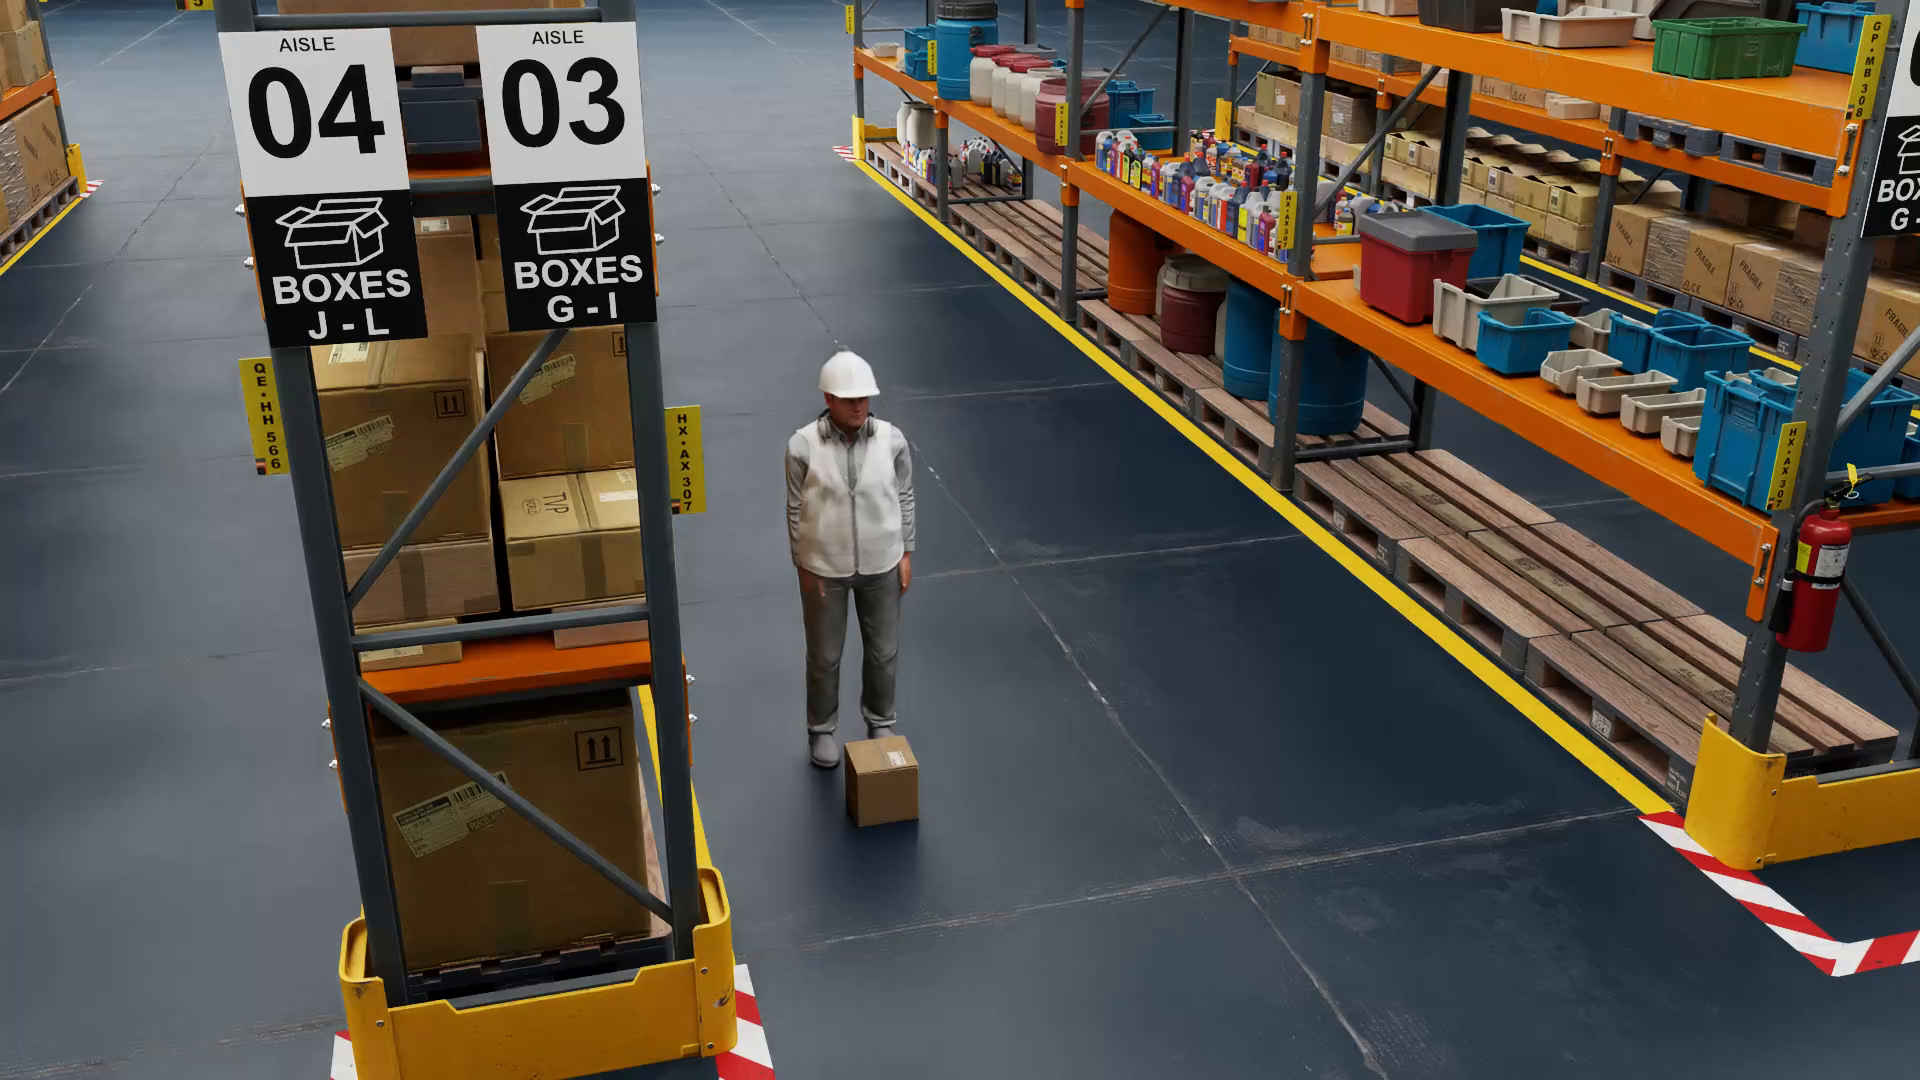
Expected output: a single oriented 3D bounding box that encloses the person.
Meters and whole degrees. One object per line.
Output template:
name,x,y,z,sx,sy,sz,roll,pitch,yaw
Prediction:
person,-0.438,0.088,6.857,0.531,1.767,0.359,-6,23,-13
